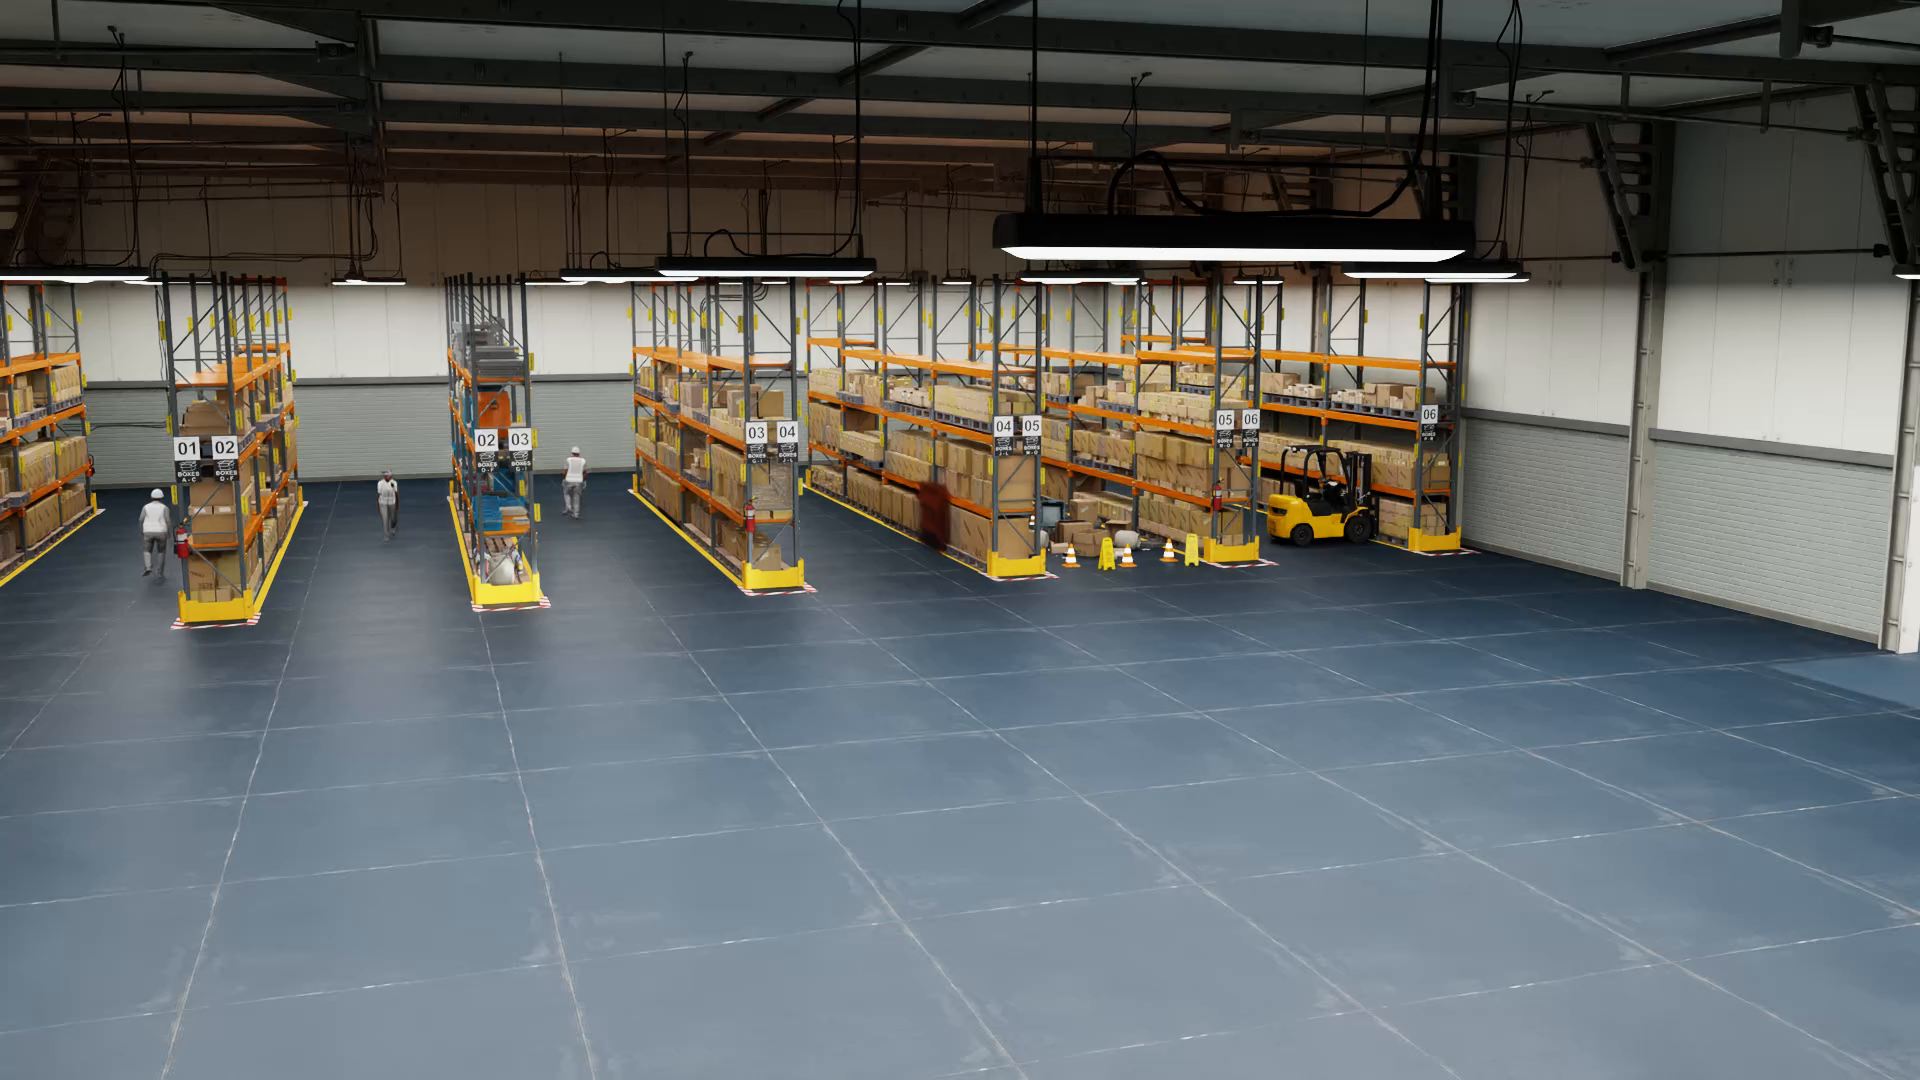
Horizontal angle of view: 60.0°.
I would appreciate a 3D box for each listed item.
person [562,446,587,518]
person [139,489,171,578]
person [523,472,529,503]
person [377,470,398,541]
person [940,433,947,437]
[{"bbox_3d":[-9.690,-1.457,41.745,0.648,1.784,0.459,-3,9,-19],"label":"person"},{"bbox_3d":[-16.032,-0.123,33.131,0.592,1.747,0.684,-2,9,-16],"label":"person"},{"bbox_3d":[-11.712,-1.820,44.414,0.573,1.724,0.528,2,9,15],"label":"person"},{"bbox_3d":[-13.109,-0.833,38.110,0.452,1.621,0.863,-3,9,-20],"label":"person"},{"bbox_3d":[-0.513,-2.313,48.079,1.121,1.588,0.426,2,9,16],"label":"person"}]
